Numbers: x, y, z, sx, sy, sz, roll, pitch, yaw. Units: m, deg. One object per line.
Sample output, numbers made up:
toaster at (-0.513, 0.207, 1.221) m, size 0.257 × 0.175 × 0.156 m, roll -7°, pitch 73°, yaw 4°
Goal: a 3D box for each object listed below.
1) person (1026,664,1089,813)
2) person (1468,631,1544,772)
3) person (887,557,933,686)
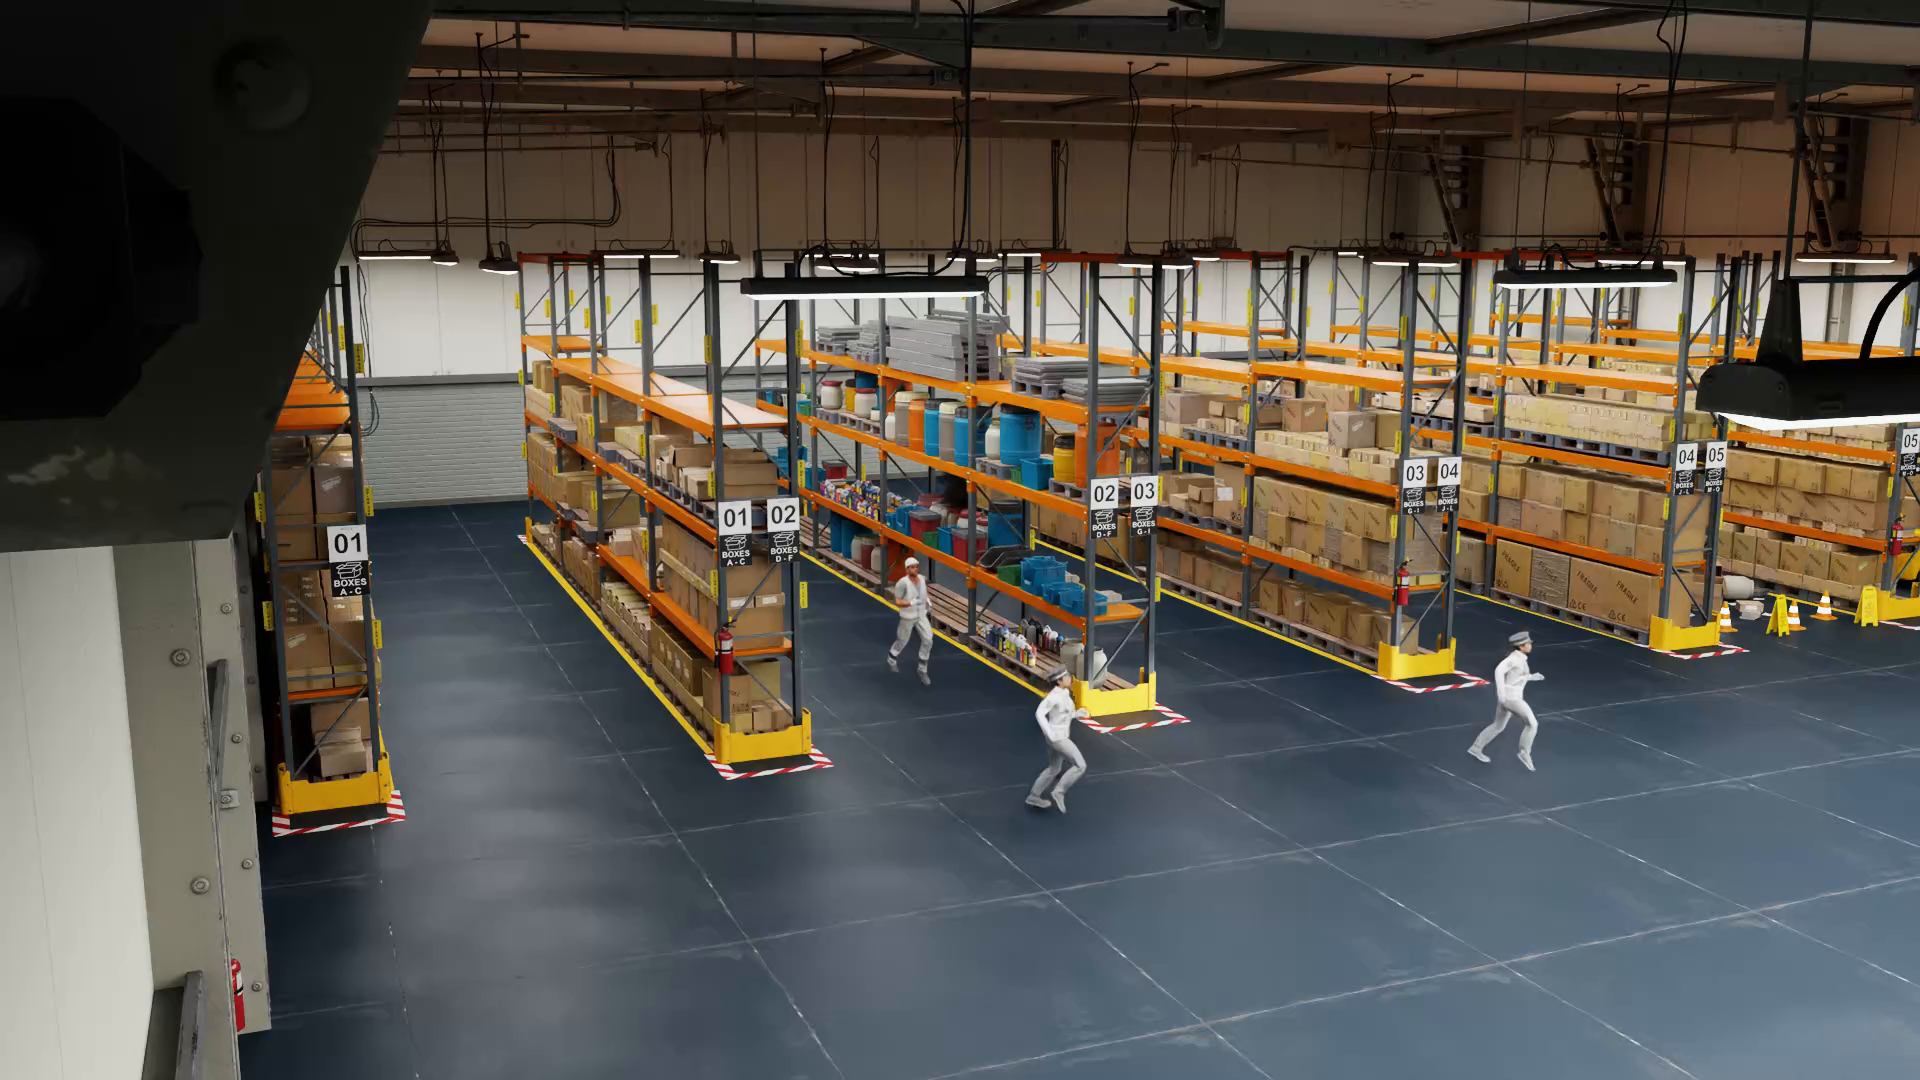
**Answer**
person at (1.082, 2.190, 18.416) m, size 0.682 × 1.670 × 0.601 m, roll 1°, pitch 10°, yaw 5°
person at (6.539, 1.925, 19.891) m, size 0.830 × 1.729 × 0.634 m, roll 2°, pitch 11°, yaw 13°
person at (-0.688, 1.131, 23.809) m, size 0.671 × 1.827 × 0.918 m, roll -6°, pitch 12°, yaw -32°
